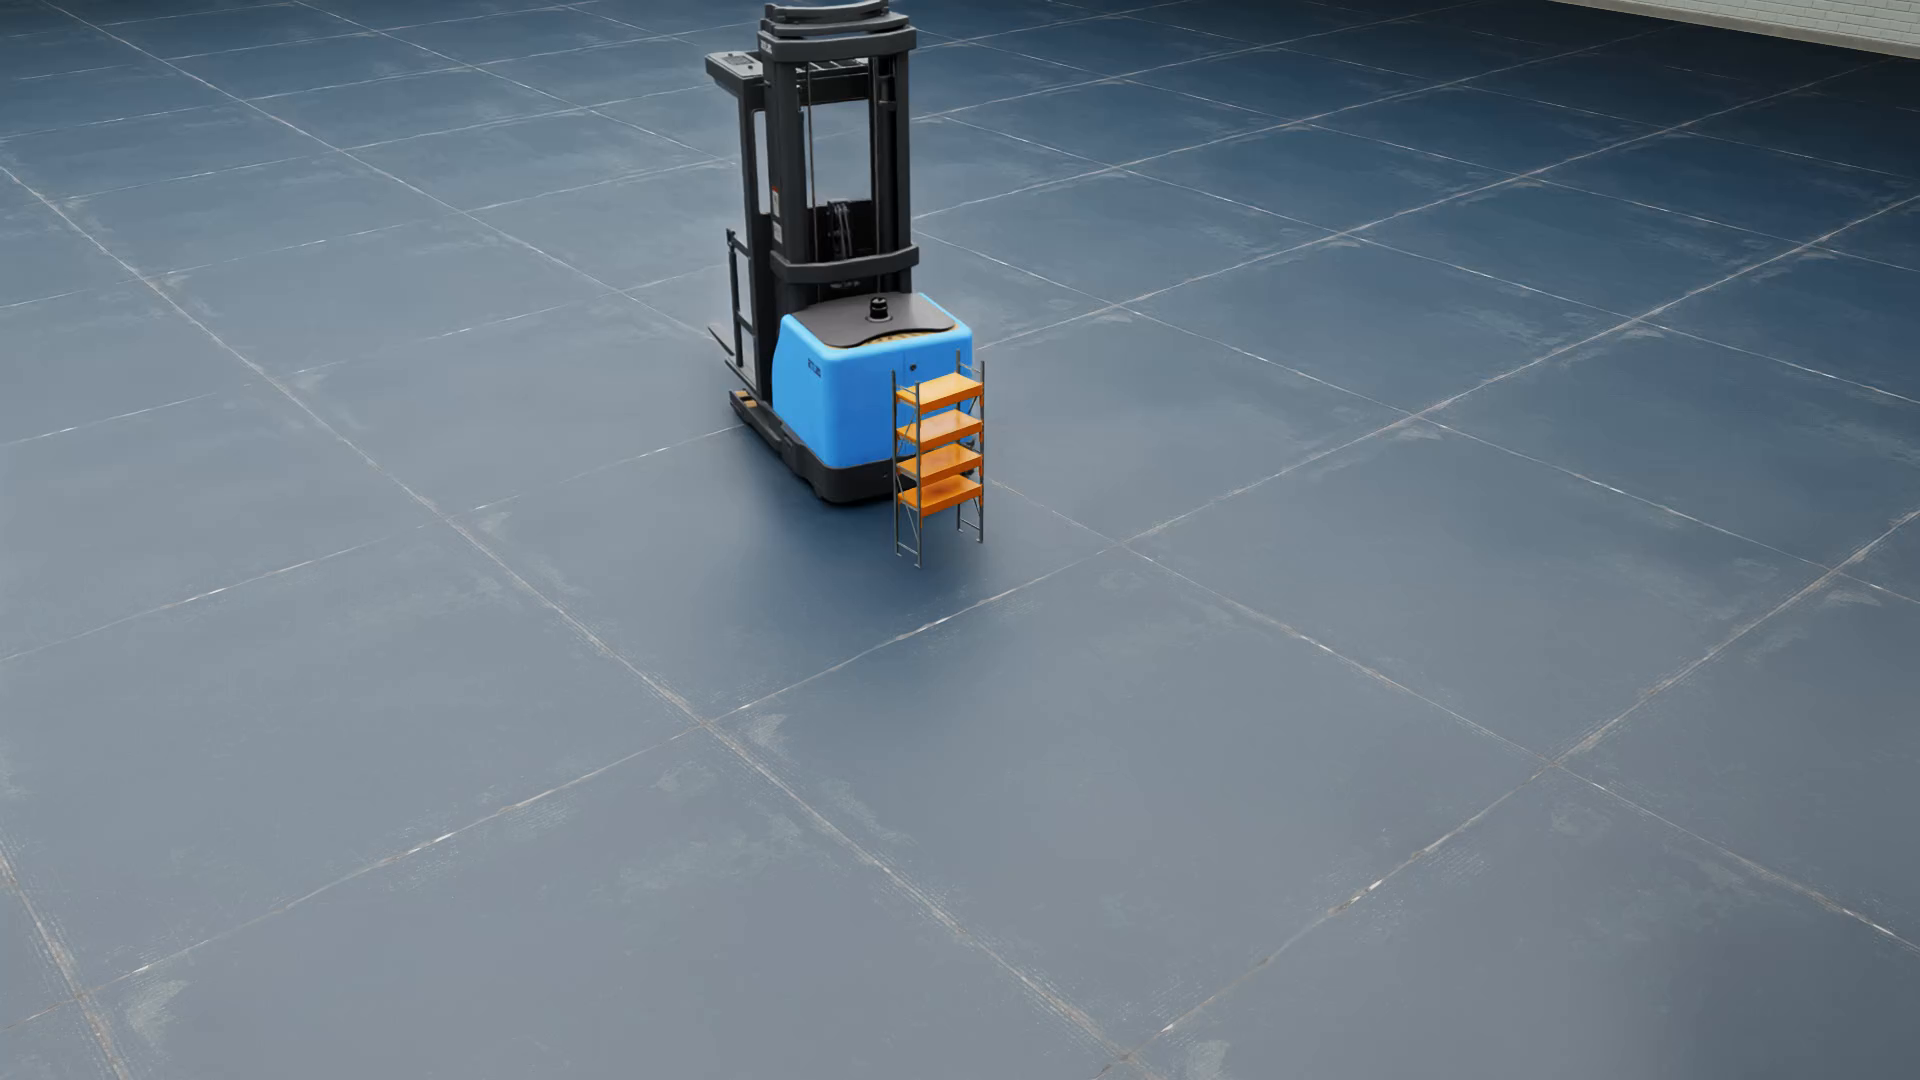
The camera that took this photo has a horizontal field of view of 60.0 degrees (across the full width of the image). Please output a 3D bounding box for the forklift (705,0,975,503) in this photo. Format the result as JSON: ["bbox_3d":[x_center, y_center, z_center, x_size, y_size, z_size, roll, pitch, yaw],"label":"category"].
[{"bbox_3d":[-0.999,-2.197,11.252,1.130,2.935,3.031,-13,31,-23],"label":"forklift"}]

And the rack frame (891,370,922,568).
[{"bbox_3d":[-0.312,-0.404,9.733,0.015,1.200,0.240,-22,35,-35],"label":"rack frame"}]

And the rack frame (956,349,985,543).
[{"bbox_3d":[0.060,-0.553,10.012,0.015,1.200,0.240,-22,35,-35],"label":"rack frame"}]

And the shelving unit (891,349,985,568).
[{"bbox_3d":[-0.126,-0.479,9.872,0.503,1.200,0.258,-22,35,-35],"label":"shelving unit"}]

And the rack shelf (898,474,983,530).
[{"bbox_3d":[-0.126,-0.244,9.998,0.480,0.148,0.258,-22,35,-35],"label":"rack shelf"}]

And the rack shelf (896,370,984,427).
[{"bbox_3d":[-0.126,-0.825,9.687,0.480,0.148,0.258,-22,35,-35],"label":"rack shelf"}]

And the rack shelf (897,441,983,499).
[{"bbox_3d":[-0.126,-0.419,9.904,0.480,0.148,0.258,-22,35,-35],"label":"rack shelf"}]

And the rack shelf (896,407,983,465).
[{"bbox_3d":[-0.126,-0.616,9.799,0.480,0.148,0.258,-22,35,-35],"label":"rack shelf"}]
